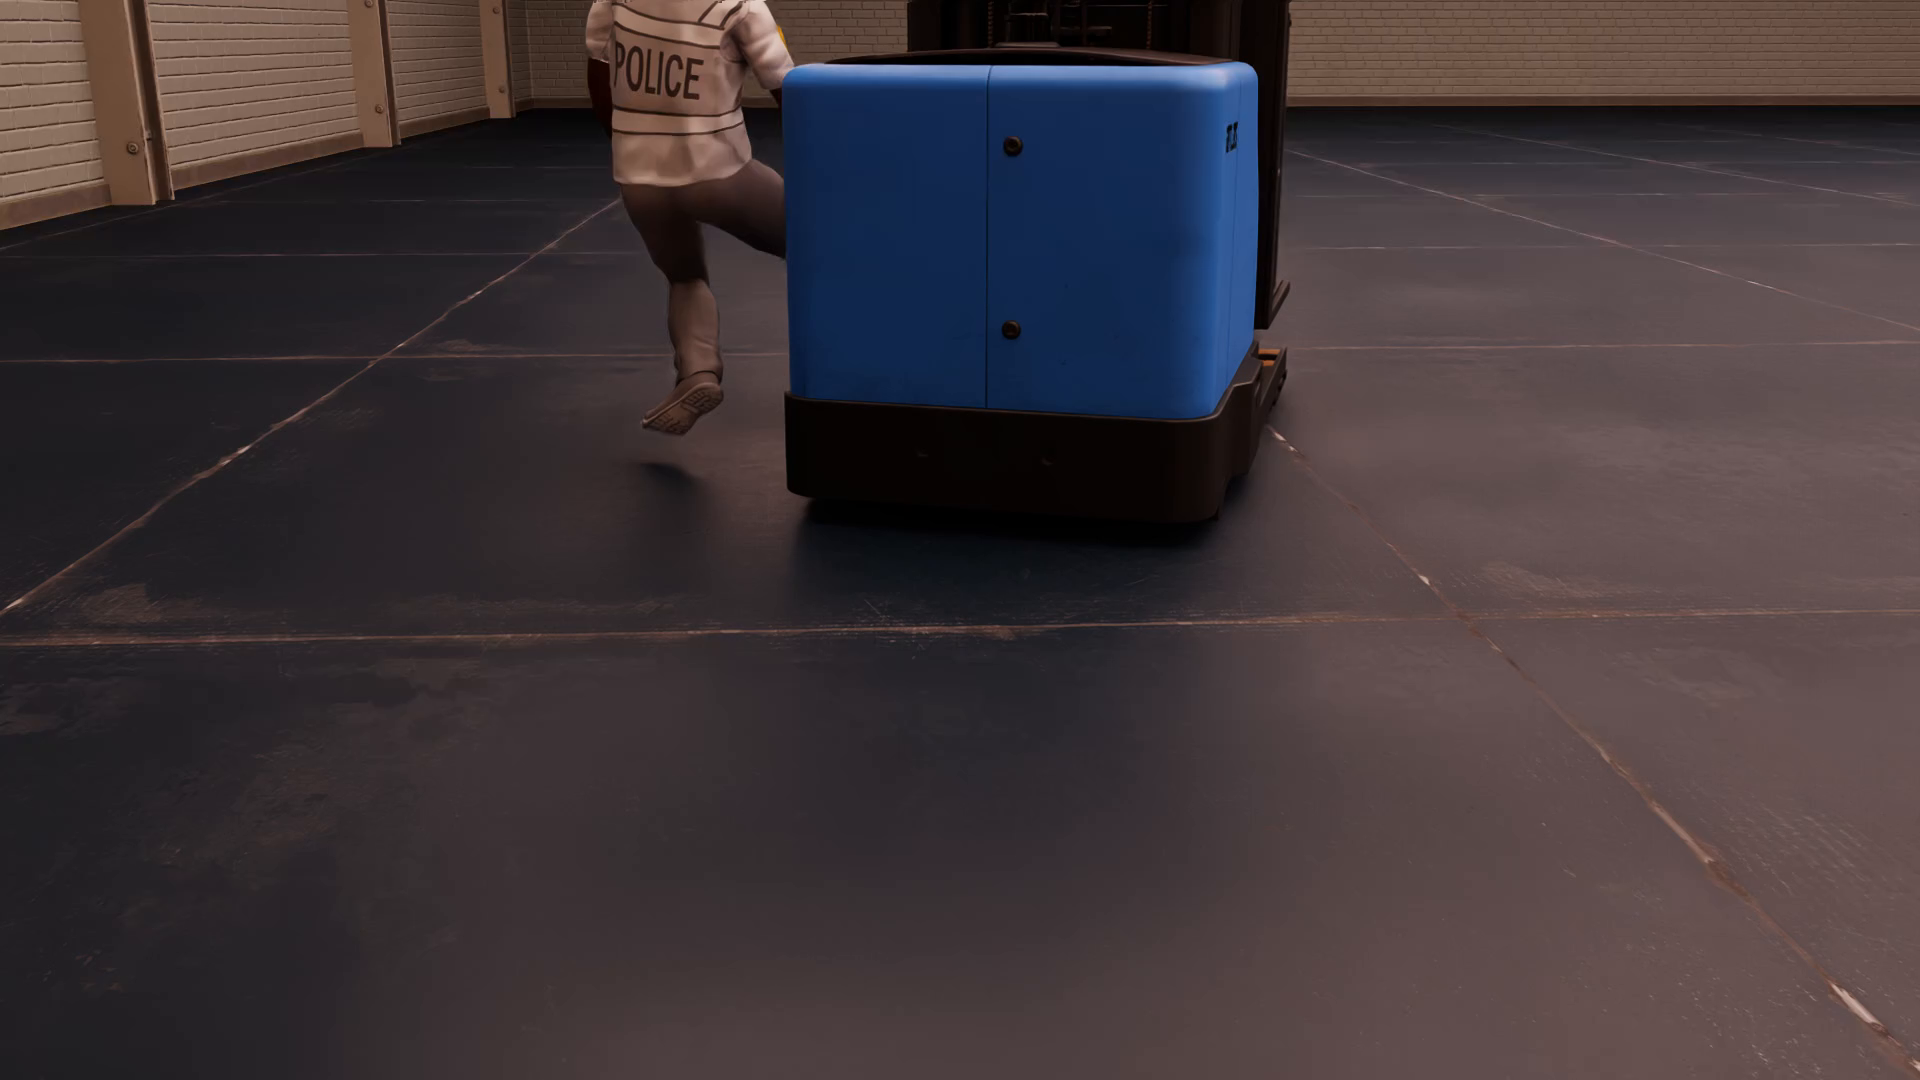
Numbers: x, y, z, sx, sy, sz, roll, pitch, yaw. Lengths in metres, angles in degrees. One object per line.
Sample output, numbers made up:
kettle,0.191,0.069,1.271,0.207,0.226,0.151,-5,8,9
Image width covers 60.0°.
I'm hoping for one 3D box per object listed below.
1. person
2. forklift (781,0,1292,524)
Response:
person,-0.621,-1.065,4.621,0.713,1.507,0.697,6,18,19
forklift,0.449,-1.830,4.889,1.130,2.935,3.031,4,18,14
